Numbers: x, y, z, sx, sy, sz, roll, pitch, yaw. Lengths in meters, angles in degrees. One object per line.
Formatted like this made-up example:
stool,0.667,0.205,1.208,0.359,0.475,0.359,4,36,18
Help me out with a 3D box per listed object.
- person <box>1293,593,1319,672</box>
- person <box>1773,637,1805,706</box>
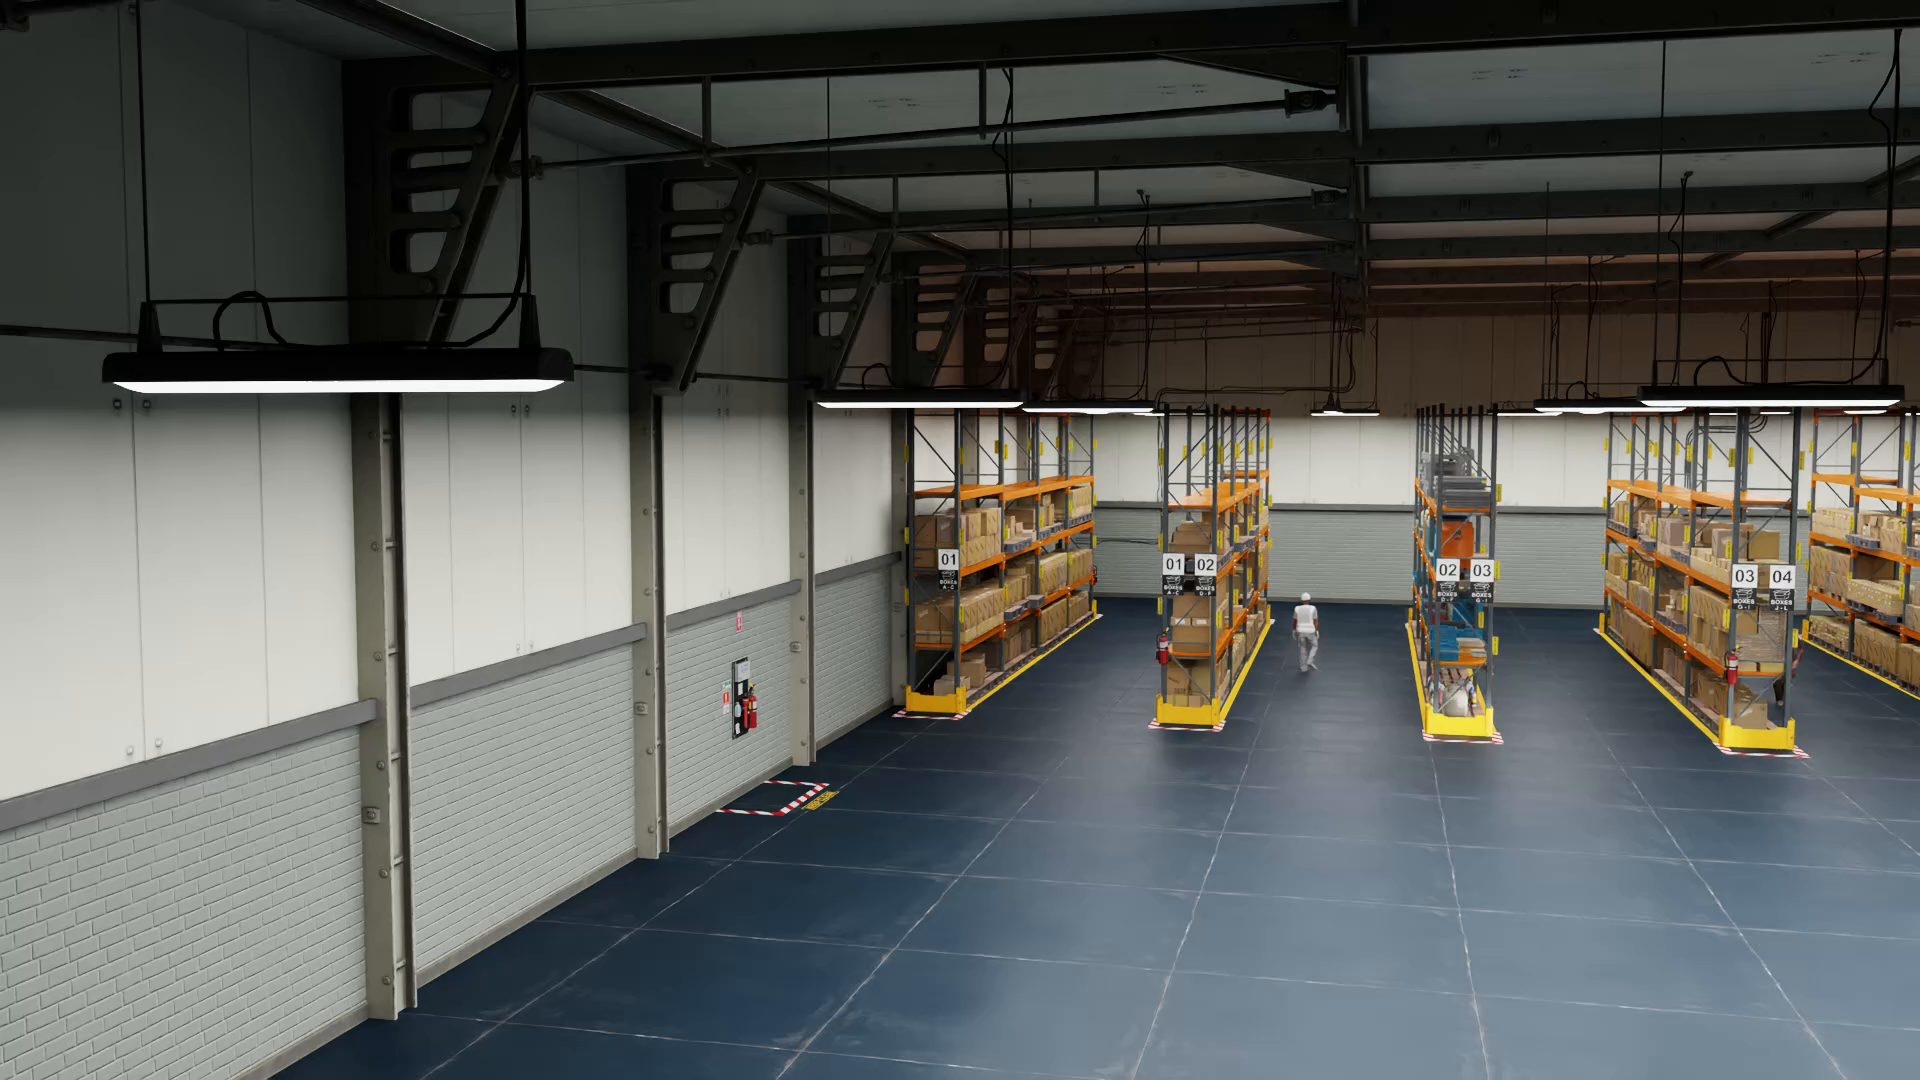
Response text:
person,7.827,2.094,37.663,0.587,1.784,0.511,1,4,18
person,16.377,2.483,33.075,0.749,1.683,0.632,2,4,21
